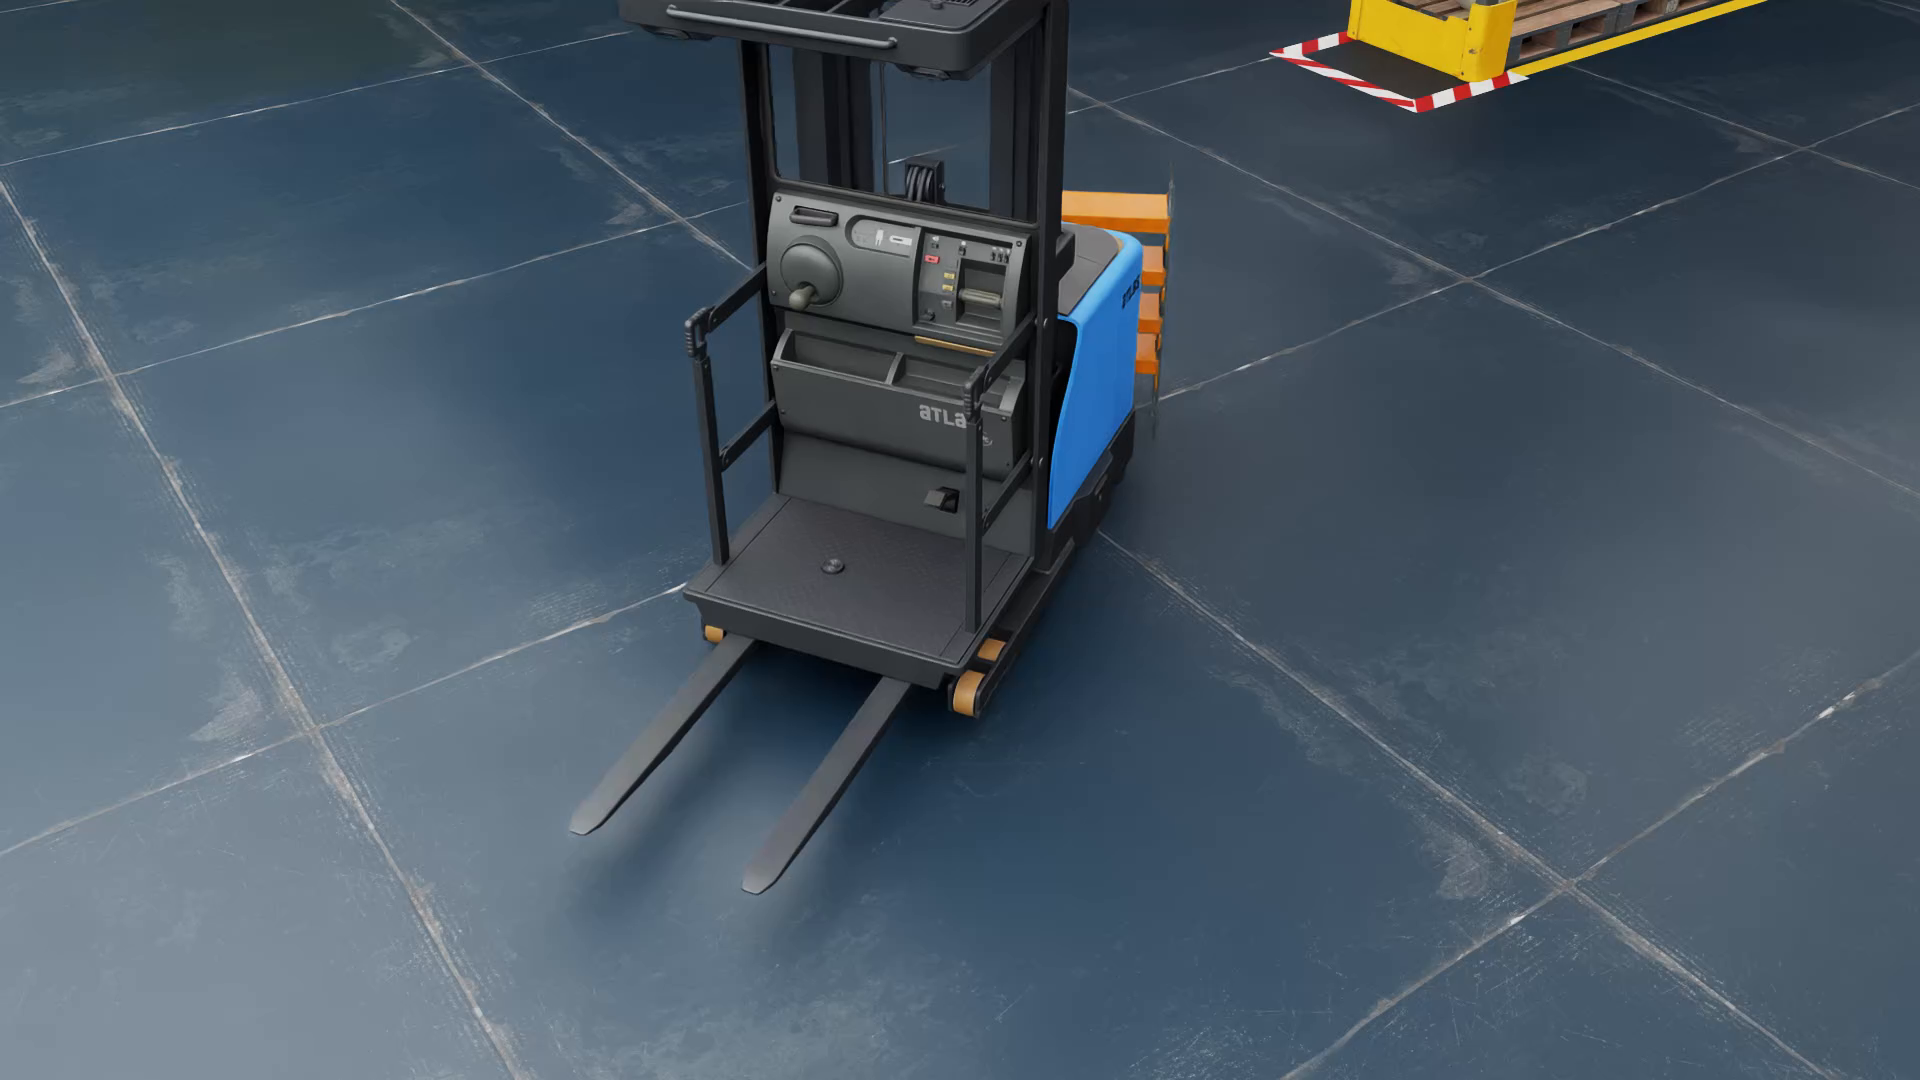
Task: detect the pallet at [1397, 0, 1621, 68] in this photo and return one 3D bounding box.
[{"bbox_3d":[3.836,-3.685,11.693,1.213,0.211,1.003,-22,41,-28],"label":"pallet"}]

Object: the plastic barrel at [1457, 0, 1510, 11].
[{"bbox_3d":[3.628,-3.917,11.398,0.421,0.512,0.421,0,36,0],"label":"plastic barrel"}]

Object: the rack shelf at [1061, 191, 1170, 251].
[{"bbox_3d":[0.626,-1.333,6.903,0.480,0.148,0.258,3,36,4],"label":"rack shelf"}]

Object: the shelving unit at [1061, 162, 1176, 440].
[{"bbox_3d":[0.626,-1.014,7.133,0.503,1.200,0.258,3,36,4],"label":"shelving unit"}]

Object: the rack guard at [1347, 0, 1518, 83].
[{"bbox_3d":[3.169,-3.532,11.232,0.348,0.500,1.175,-22,41,-28],"label":"rack guard"}]

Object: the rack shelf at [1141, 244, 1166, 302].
[{"bbox_3d":[0.626,-1.141,7.041,0.480,0.148,0.258,3,36,4],"label":"rack shelf"}]

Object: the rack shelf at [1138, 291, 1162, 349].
[{"bbox_3d":[0.626,-0.960,7.172,0.480,0.148,0.258,3,36,4],"label":"rack shelf"}]

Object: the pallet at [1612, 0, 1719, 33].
[{"bbox_3d":[4.833,-4.093,12.260,1.213,0.211,1.003,-22,41,-28],"label":"pallet"}]

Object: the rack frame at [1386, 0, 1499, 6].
[{"bbox_3d":[3.134,-4.498,10.436,0.127,3.000,1.000,-22,41,-28],"label":"rack frame"}]

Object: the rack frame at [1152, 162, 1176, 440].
[{"bbox_3d":[0.869,-1.001,7.114,0.015,1.200,0.240,3,36,4],"label":"rack frame"}]

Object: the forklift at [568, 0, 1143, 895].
[{"bbox_3d":[-0.305,-0.850,5.422,1.130,2.935,3.031,14,38,19],"label":"forklift"}]

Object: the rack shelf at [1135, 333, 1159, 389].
[{"bbox_3d":[0.626,-0.799,7.288,0.480,0.148,0.258,3,36,4],"label":"rack shelf"}]
